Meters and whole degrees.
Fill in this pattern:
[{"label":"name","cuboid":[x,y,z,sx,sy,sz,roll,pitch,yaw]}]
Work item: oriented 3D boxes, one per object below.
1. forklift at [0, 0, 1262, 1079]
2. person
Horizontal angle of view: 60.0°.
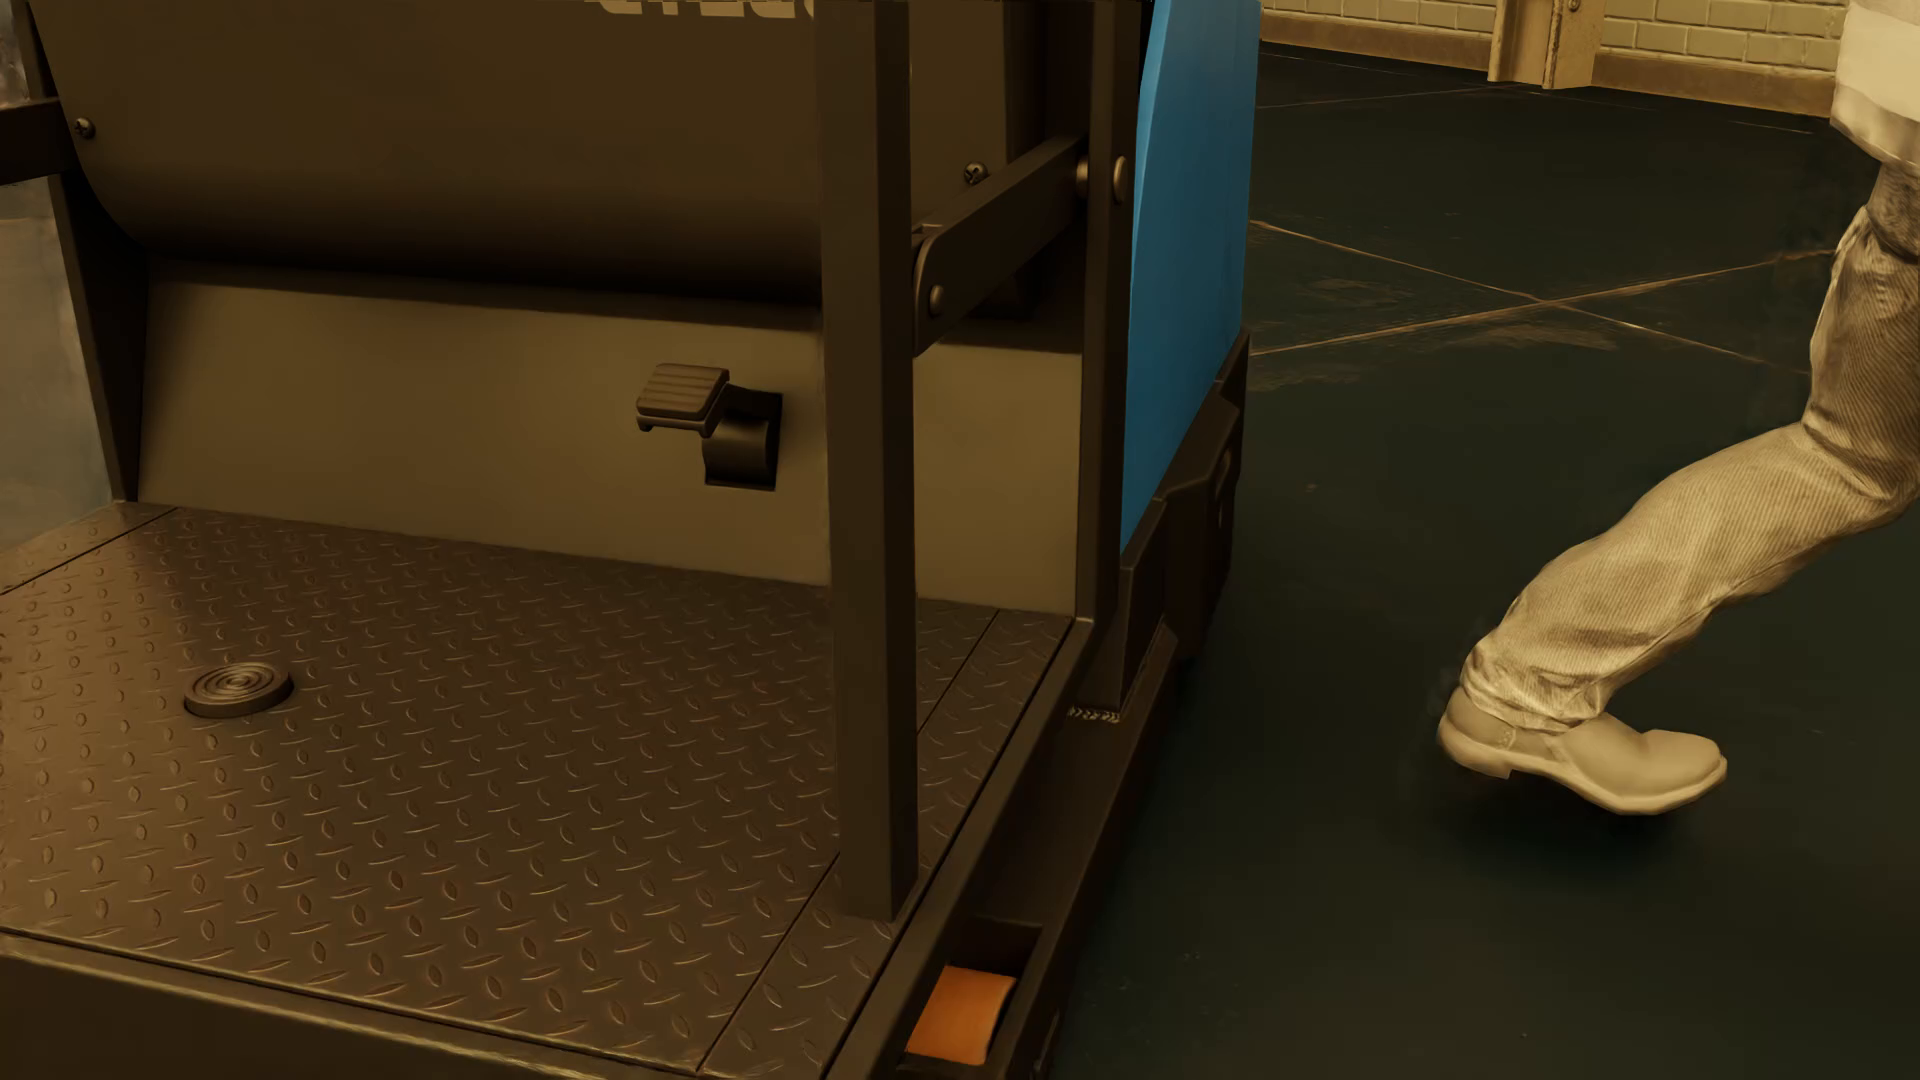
[{"label":"forklift","cuboid":[-0.452,-0.935,1.051,1.130,2.935,3.031,6,23,15]},{"label":"person","cuboid":[0.908,-0.322,1.254,0.869,1.659,0.803,4,23,10]}]
